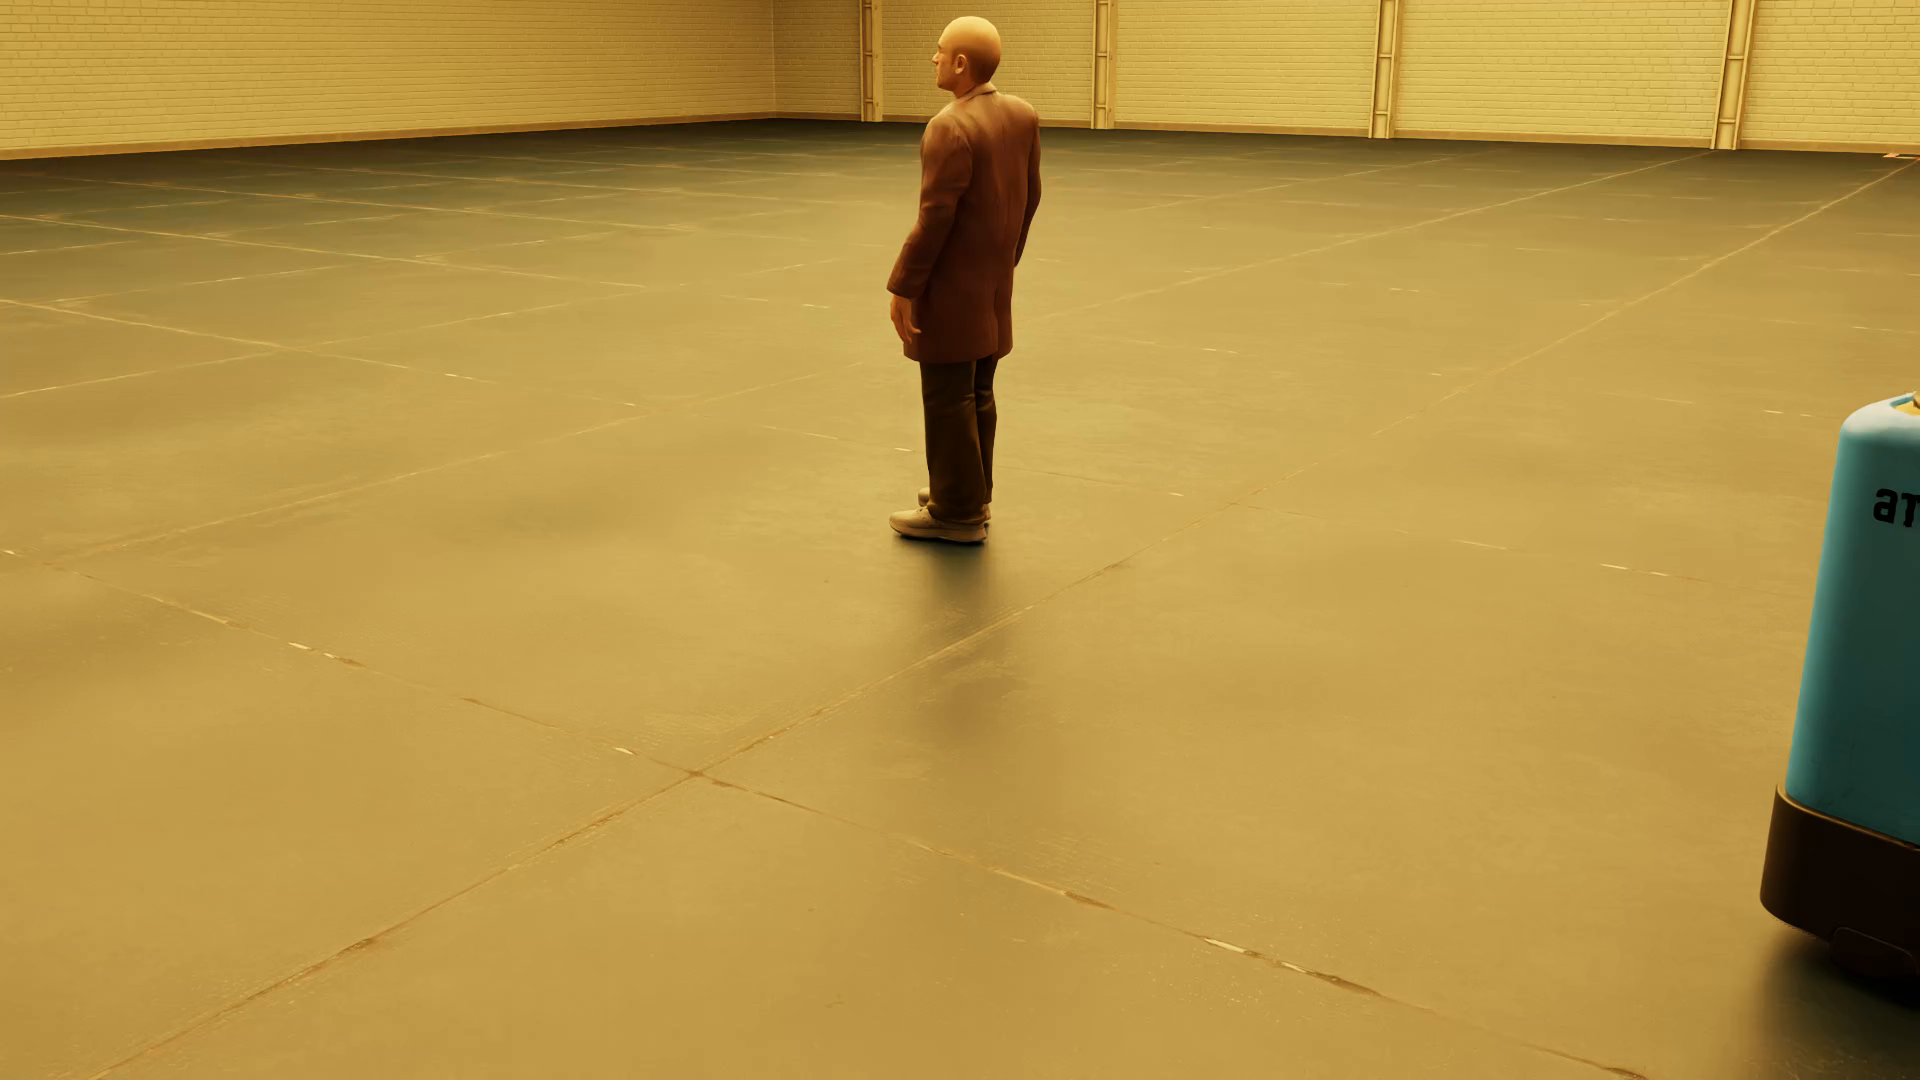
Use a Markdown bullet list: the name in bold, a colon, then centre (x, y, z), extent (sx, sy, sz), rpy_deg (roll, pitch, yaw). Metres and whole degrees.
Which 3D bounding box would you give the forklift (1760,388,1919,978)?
- **forklift**: centre (2.888, -0.366, 2.058), extent (1.130, 2.935, 3.031), rpy_deg (-13, 21, -36)

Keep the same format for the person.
- **person**: centre (-0.074, -0.875, 5.745), extent (0.579, 1.777, 0.698), rpy_deg (11, 20, 33)
